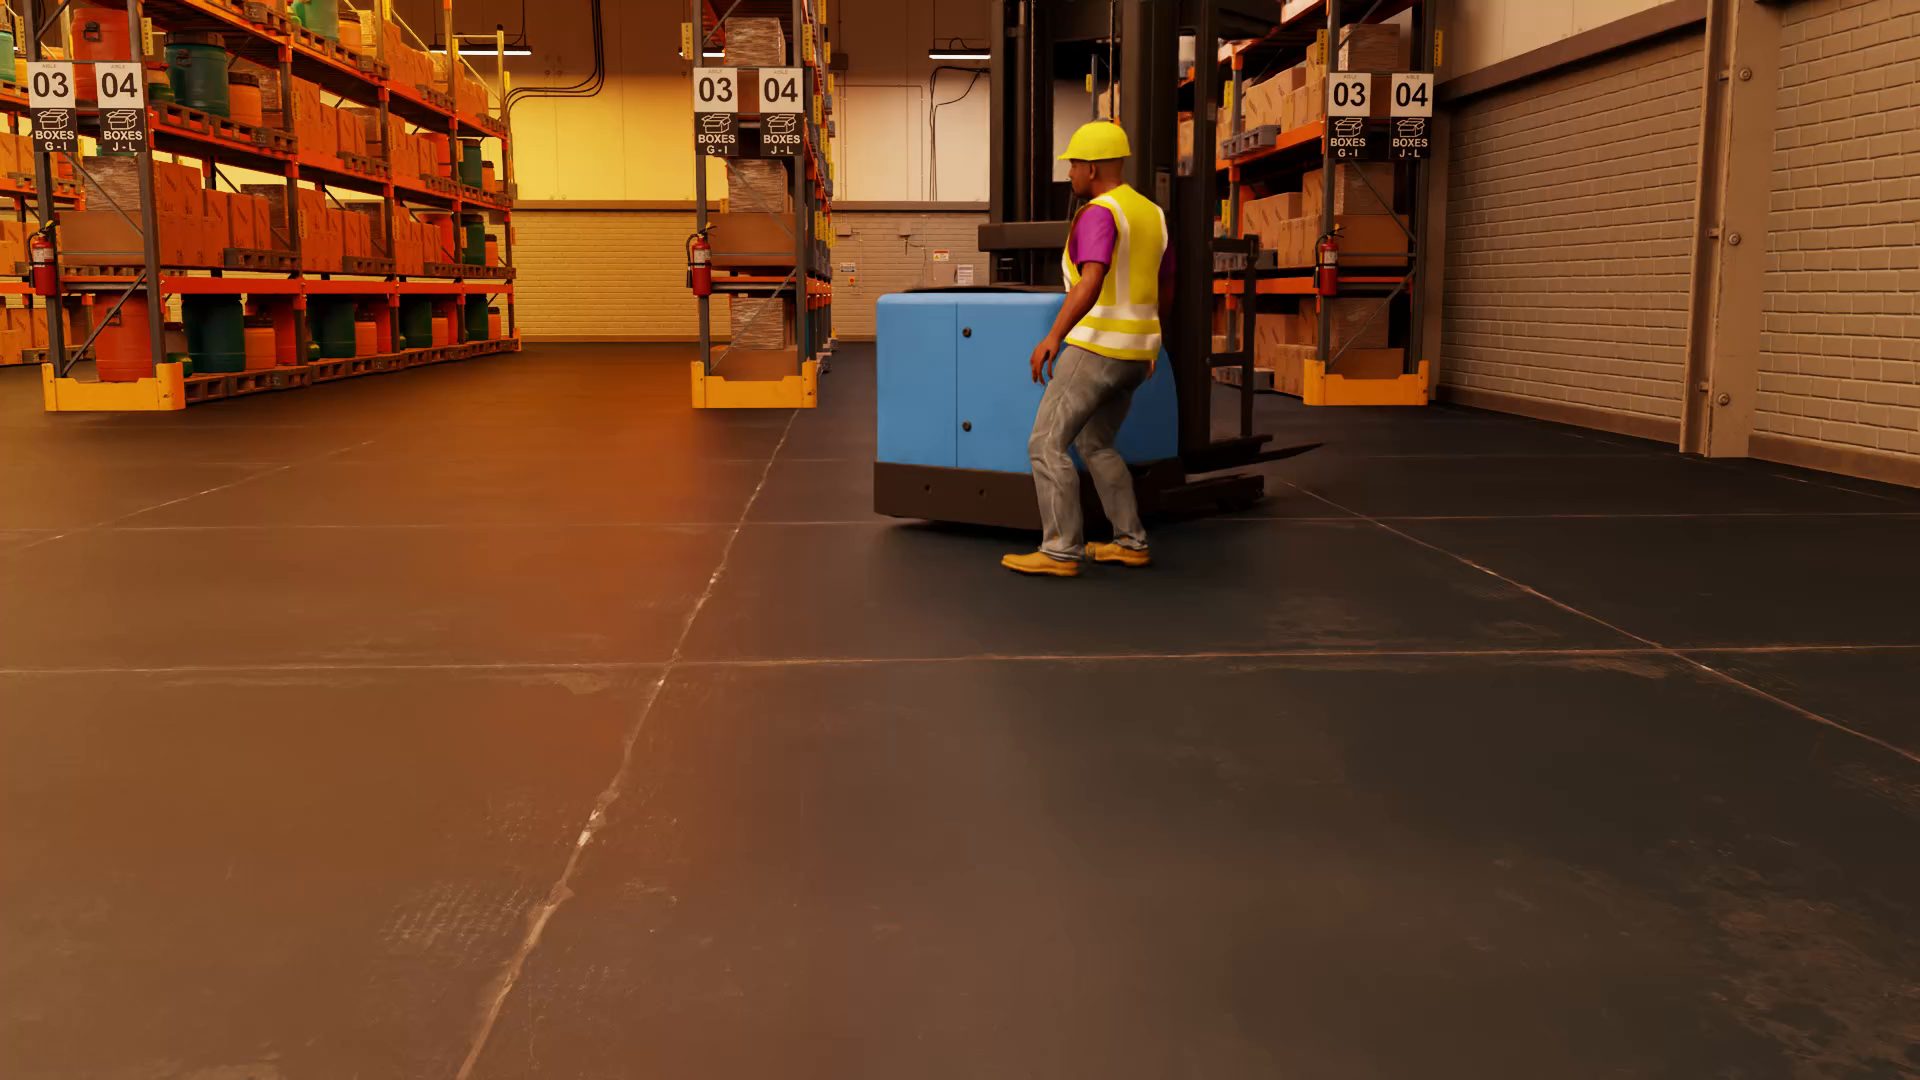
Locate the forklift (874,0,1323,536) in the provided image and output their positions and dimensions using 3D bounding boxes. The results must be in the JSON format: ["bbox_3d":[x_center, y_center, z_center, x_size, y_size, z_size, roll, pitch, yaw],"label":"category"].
[{"bbox_3d":[0.896,-1.634,8.337,1.130,2.935,3.031,6,11,37],"label":"forklift"}]

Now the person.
[{"bbox_3d":[0.517,-0.738,6.473,0.476,1.728,0.875,5,10,32],"label":"person"}]
